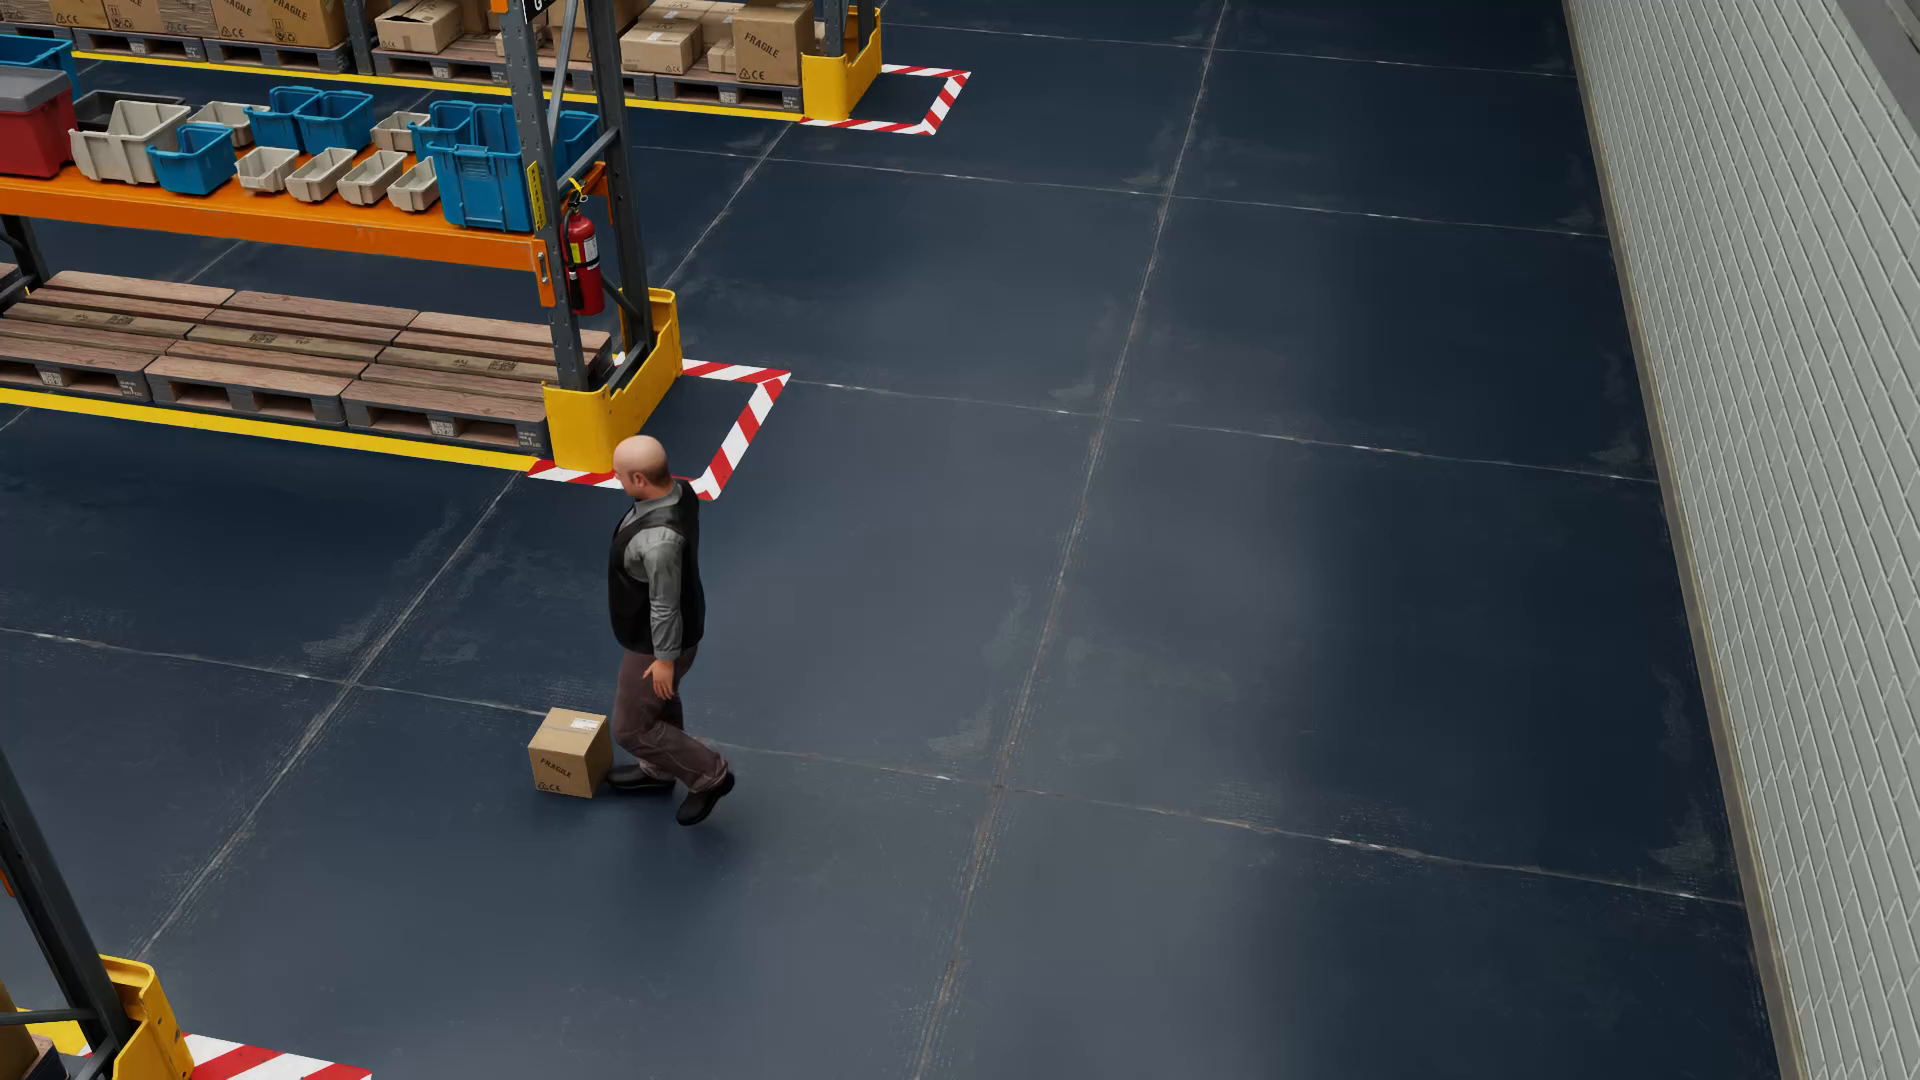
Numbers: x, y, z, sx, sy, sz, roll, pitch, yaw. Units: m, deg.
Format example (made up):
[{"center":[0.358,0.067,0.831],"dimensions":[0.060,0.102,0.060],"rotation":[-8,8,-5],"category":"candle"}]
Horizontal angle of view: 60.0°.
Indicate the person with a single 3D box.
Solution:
[{"center":[-1.213,0.351,6.479],"dimensions":[0.547,1.717,0.565],"rotation":[-1,36,-1],"category":"person"}]
